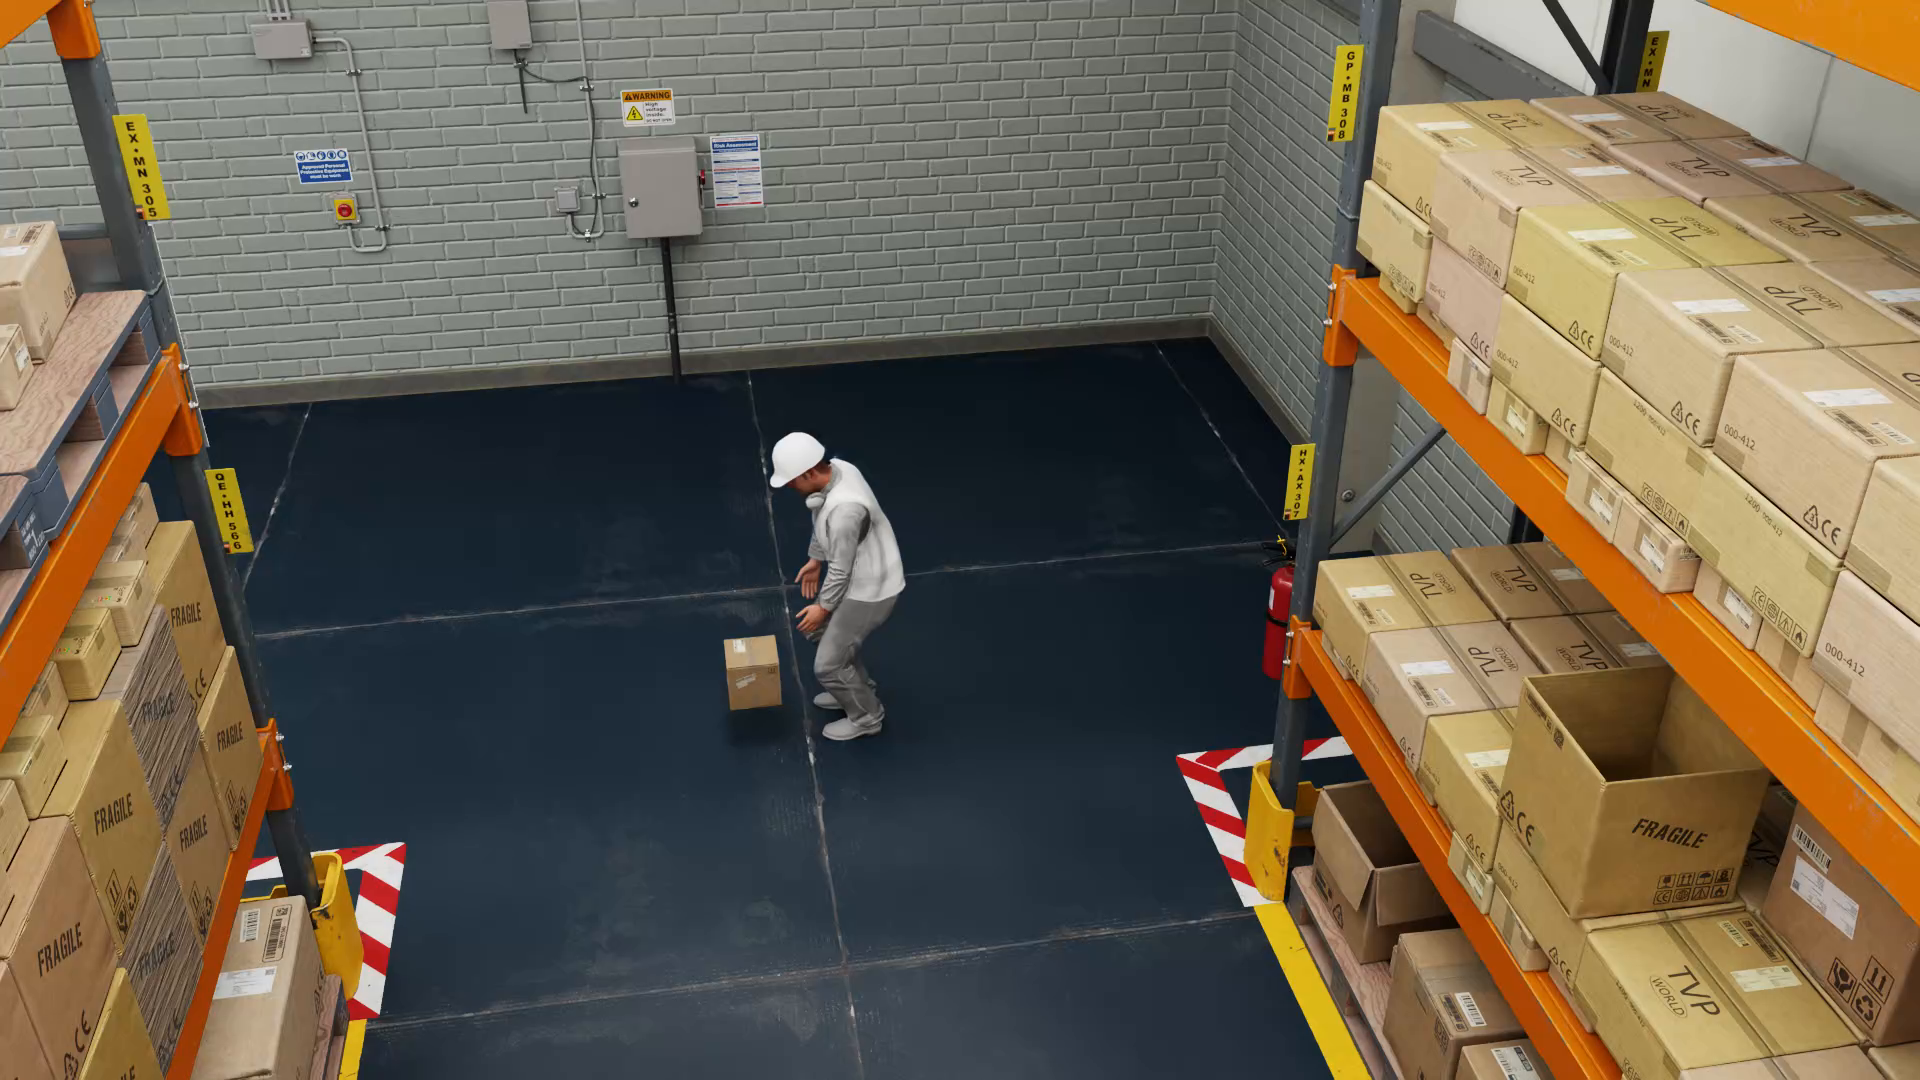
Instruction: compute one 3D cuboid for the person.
[{"bbox_3d":[-0.566,0.211,7.906,0.604,1.628,0.581,-5,31,-8],"label":"person"}]
